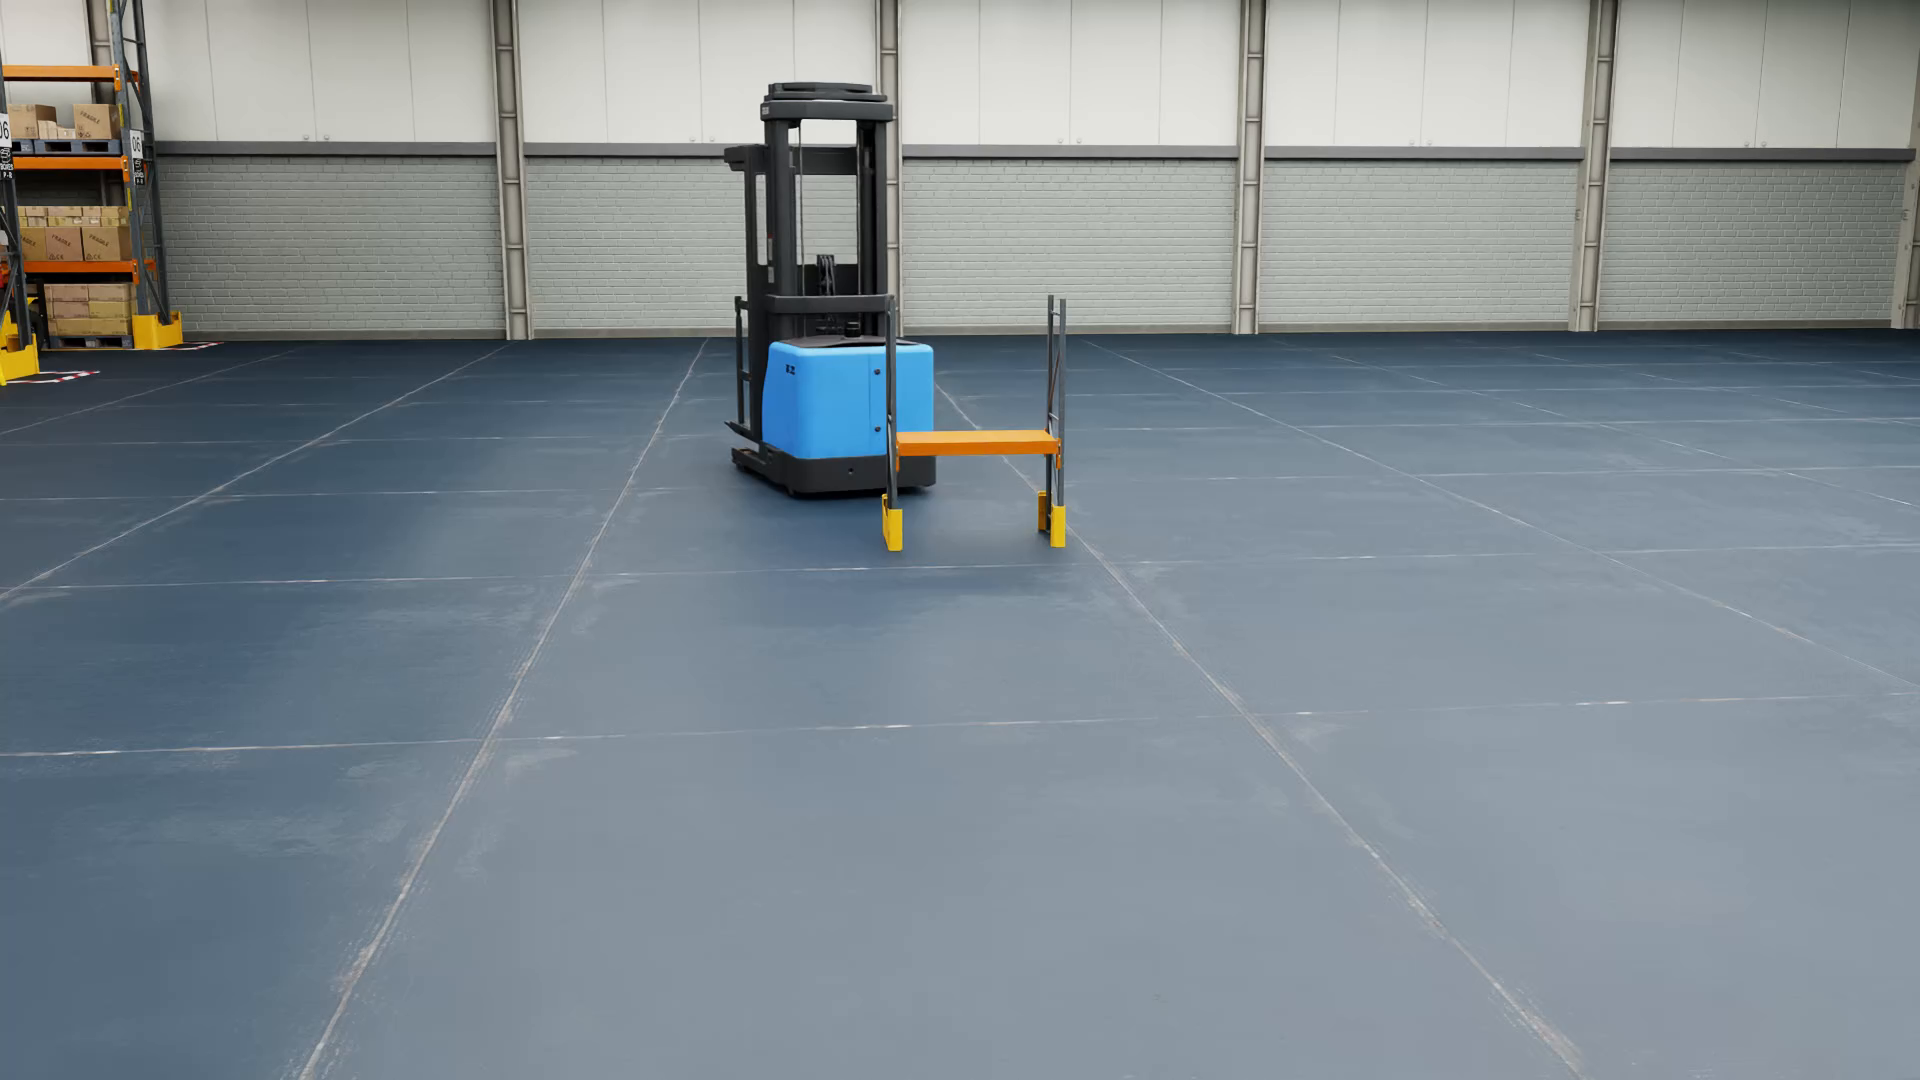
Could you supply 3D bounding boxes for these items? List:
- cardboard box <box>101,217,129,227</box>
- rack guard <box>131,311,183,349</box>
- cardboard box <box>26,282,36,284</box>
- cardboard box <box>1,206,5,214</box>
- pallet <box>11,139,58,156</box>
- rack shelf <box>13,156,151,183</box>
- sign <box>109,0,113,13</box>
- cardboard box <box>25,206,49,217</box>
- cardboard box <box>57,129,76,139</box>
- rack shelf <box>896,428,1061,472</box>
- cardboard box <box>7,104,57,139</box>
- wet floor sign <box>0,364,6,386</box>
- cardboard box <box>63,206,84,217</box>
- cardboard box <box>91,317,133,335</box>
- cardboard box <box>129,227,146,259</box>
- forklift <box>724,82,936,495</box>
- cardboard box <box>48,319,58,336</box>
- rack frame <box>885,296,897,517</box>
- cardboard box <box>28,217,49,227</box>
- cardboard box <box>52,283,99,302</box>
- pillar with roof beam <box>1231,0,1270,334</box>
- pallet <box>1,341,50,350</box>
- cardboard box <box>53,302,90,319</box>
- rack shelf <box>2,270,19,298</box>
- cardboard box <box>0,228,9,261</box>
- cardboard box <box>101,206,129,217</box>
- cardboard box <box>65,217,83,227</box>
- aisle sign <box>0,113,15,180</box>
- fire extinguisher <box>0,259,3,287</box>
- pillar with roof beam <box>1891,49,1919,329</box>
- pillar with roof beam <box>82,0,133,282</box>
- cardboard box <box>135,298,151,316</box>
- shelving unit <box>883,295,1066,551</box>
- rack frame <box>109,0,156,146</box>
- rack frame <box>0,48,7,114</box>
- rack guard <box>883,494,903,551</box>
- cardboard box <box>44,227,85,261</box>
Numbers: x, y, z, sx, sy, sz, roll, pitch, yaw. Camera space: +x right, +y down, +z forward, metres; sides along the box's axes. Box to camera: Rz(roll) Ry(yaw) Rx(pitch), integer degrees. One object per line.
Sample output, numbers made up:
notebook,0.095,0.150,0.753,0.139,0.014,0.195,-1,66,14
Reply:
cardboard box,-12.602,-4.747,24.796,0.250,0.149,0.380,-1,11,-5
rack guard,-12.264,-3.214,25.422,0.348,0.500,1.175,-1,11,-6
cardboard box,-14.291,-3.785,25.294,0.500,0.250,0.500,-1,11,-7
cardboard box,-14.146,-4.873,24.666,0.250,0.149,0.380,-1,11,-5
pallet,-14.209,-5.833,24.716,1.213,0.211,1.003,-1,11,-6
rack shelf,-14.276,-5.518,24.747,4.000,0.370,1.077,-1,11,-6
sign,-12.243,-7.777,23.971,0.005,0.325,0.100,-1,11,-6
cardboard box,-13.623,-4.866,24.634,0.250,0.149,0.380,-1,11,-5
cardboard box,-13.079,-5.969,24.479,0.250,0.149,0.380,-2,11,-8
rack shelf,0.085,-0.561,10.267,1.000,0.185,0.538,-1,11,-6
cardboard box,-13.731,-6.158,24.534,0.500,0.500,0.700,-1,11,-6
wet floor sign,-11.444,-2.132,19.540,0.232,0.644,0.267,3,11,14
cardboard box,-13.120,-4.884,24.723,0.250,0.149,0.380,-1,11,-5
cardboard box,-12.721,-3.227,25.045,0.500,0.250,0.500,-1,11,-6
cardboard box,-12.810,-4.532,25.387,0.500,0.500,0.500,-1,11,-4
forklift,-1.182,-2.003,12.956,1.130,2.935,3.031,-4,12,-21
cardboard box,-13.715,-3.210,24.958,0.500,0.250,0.500,-1,11,-5
rack frame,-0.421,-0.727,10.178,0.032,1.500,0.500,-1,11,-6
cardboard box,-13.626,-4.724,24.683,0.250,0.149,0.380,-2,11,-8
cardboard box,-13.219,-3.707,24.894,0.500,0.250,0.500,-1,11,-5
pillar with roof beam,5.282,-7.092,23.113,0.400,9.000,9.100,-1,11,-6
pallet,-14.254,-3.023,25.199,1.213,0.211,1.003,-1,11,-6
cardboard box,-13.238,-3.464,24.956,0.500,0.250,0.500,-1,11,-7
rack shelf,-13.737,-3.094,20.194,4.000,0.370,1.077,-1,11,-6
cardboard box,-14.274,-4.396,24.696,0.500,0.500,0.500,-1,11,-6
cardboard box,-12.621,-4.906,24.834,0.250,0.149,0.380,-1,11,-6
cardboard box,-13.118,-4.742,24.772,0.250,0.149,0.380,-1,11,-5
aisle sign,-11.720,-4.825,20.395,0.004,0.787,0.394,-1,11,-6
fire extinguisher,-11.585,-3.365,19.907,0.183,0.674,0.296,-1,11,-6
pillar with roof beam,17.212,-7.342,24.385,0.400,9.000,9.100,-1,11,-6
pillar with roof beam,-12.613,-6.717,21.206,0.400,9.000,9.100,-1,11,-6
cardboard box,-12.778,-3.573,25.508,0.500,0.250,0.500,-1,11,-5
shelving unit,0.076,-0.738,10.231,1.083,1.500,0.587,-1,11,-6
rack frame,-12.288,-7.384,24.600,0.127,3.000,1.000,-1,11,-6
rack frame,-11.748,-6.432,19.758,0.127,3.000,1.000,-1,11,-6
rack guard,-0.419,-0.114,10.299,0.087,0.250,0.587,-1,11,-6
cardboard box,-13.266,-4.420,24.815,0.500,0.500,0.500,-1,11,-4
